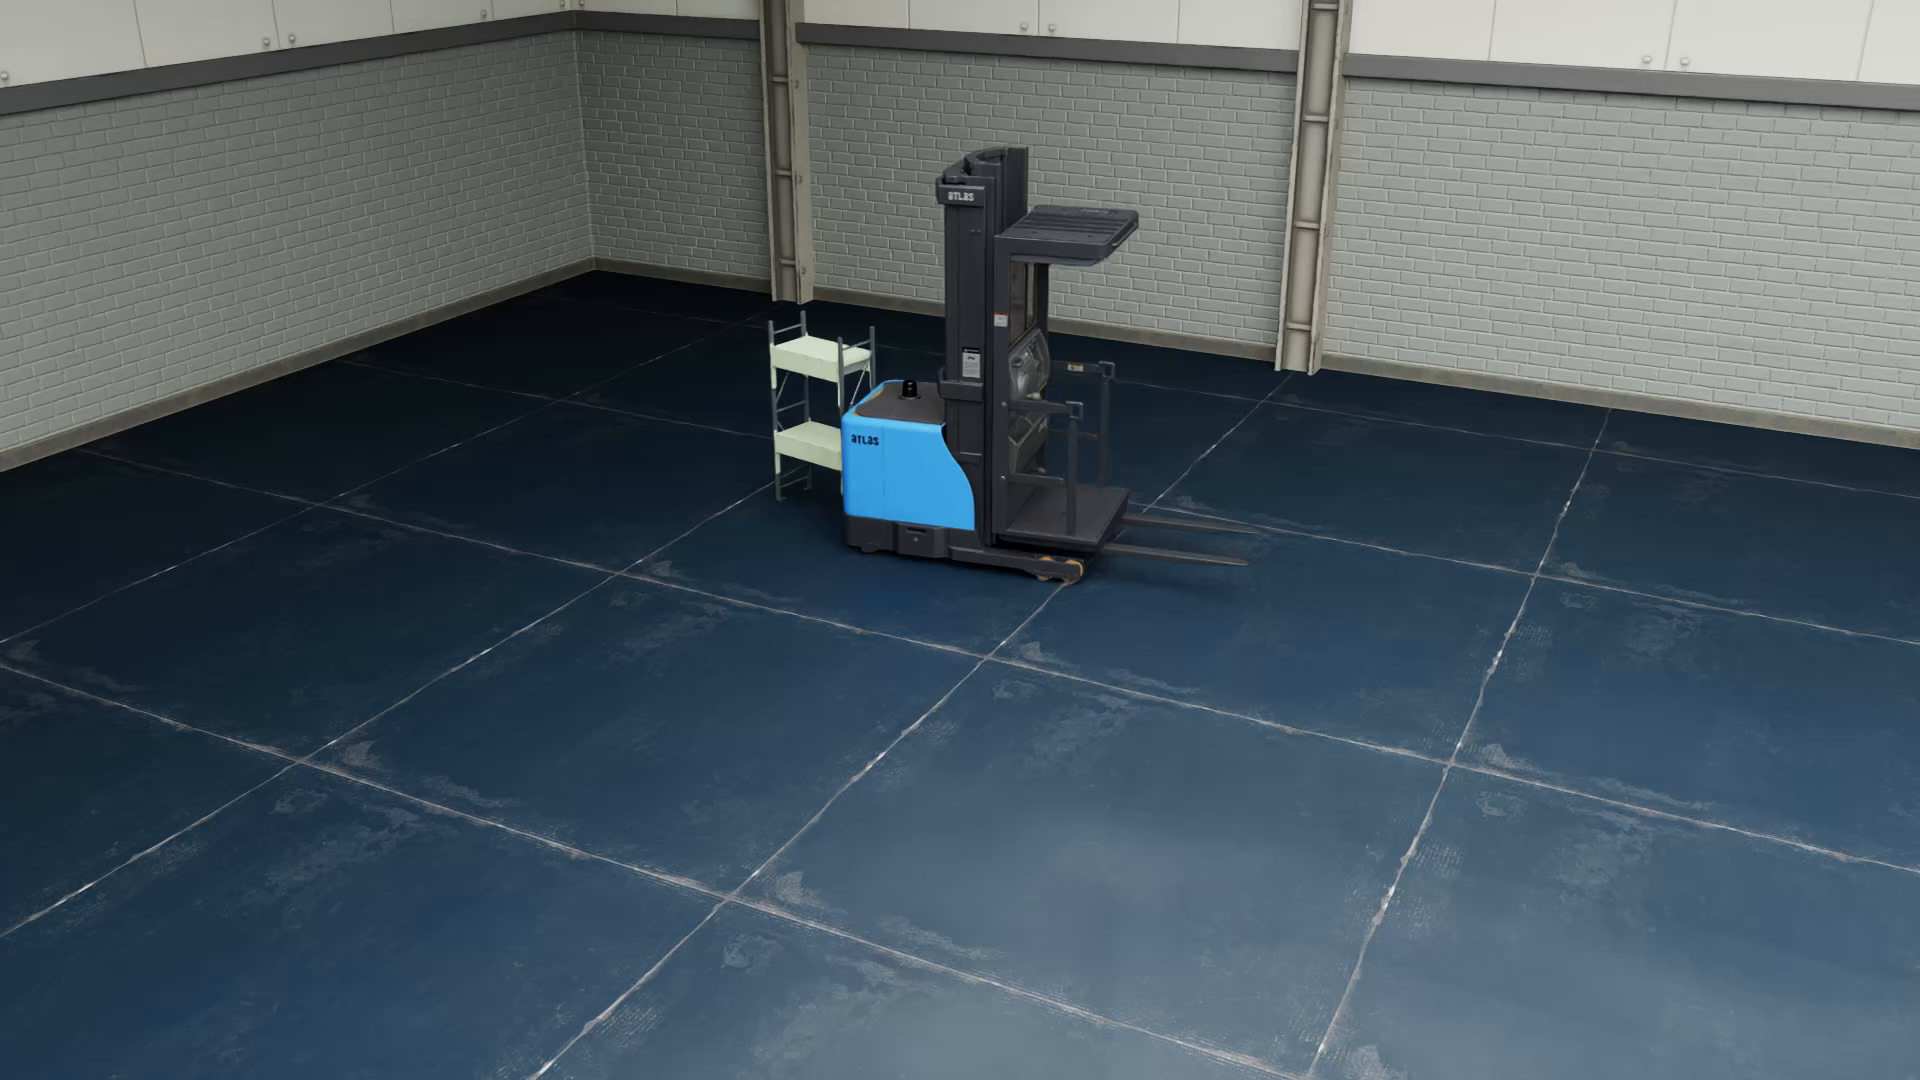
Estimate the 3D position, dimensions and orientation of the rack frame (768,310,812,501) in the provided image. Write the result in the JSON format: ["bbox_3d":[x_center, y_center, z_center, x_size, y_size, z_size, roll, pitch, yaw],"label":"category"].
[{"bbox_3d":[-1.360,-1.069,13.348,0.023,1.500,0.400,17,29,35],"label":"rack frame"}]

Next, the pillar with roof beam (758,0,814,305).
[{"bbox_3d":[-3.880,-5.430,14.019,0.400,9.000,9.100,11,25,25],"label":"pillar with roof beam"}]

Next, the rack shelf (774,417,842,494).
[{"bbox_3d":[-1.074,-0.680,13.265,0.720,0.370,0.431,17,29,35],"label":"rack shelf"}]

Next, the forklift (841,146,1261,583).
[{"bbox_3d":[0.688,-1.269,11.989,3.031,2.935,1.130,7,24,16],"label":"forklift"}]

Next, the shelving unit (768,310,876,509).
[{"bbox_3d":[-1.074,-0.980,13.137,0.755,1.500,0.431,17,29,35],"label":"shelving unit"}]

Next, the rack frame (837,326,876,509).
[{"bbox_3d":[-0.788,-0.890,12.927,0.023,1.500,0.400,17,29,35],"label":"rack frame"}]

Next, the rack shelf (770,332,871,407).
[{"bbox_3d":[-1.074,-1.339,12.984,0.720,0.370,0.431,17,29,35],"label":"rack shelf"}]

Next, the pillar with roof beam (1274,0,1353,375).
[{"bbox_3d":[1.474,-4.370,11.528,0.400,9.000,9.100,11,25,25],"label":"pillar with roof beam"}]
